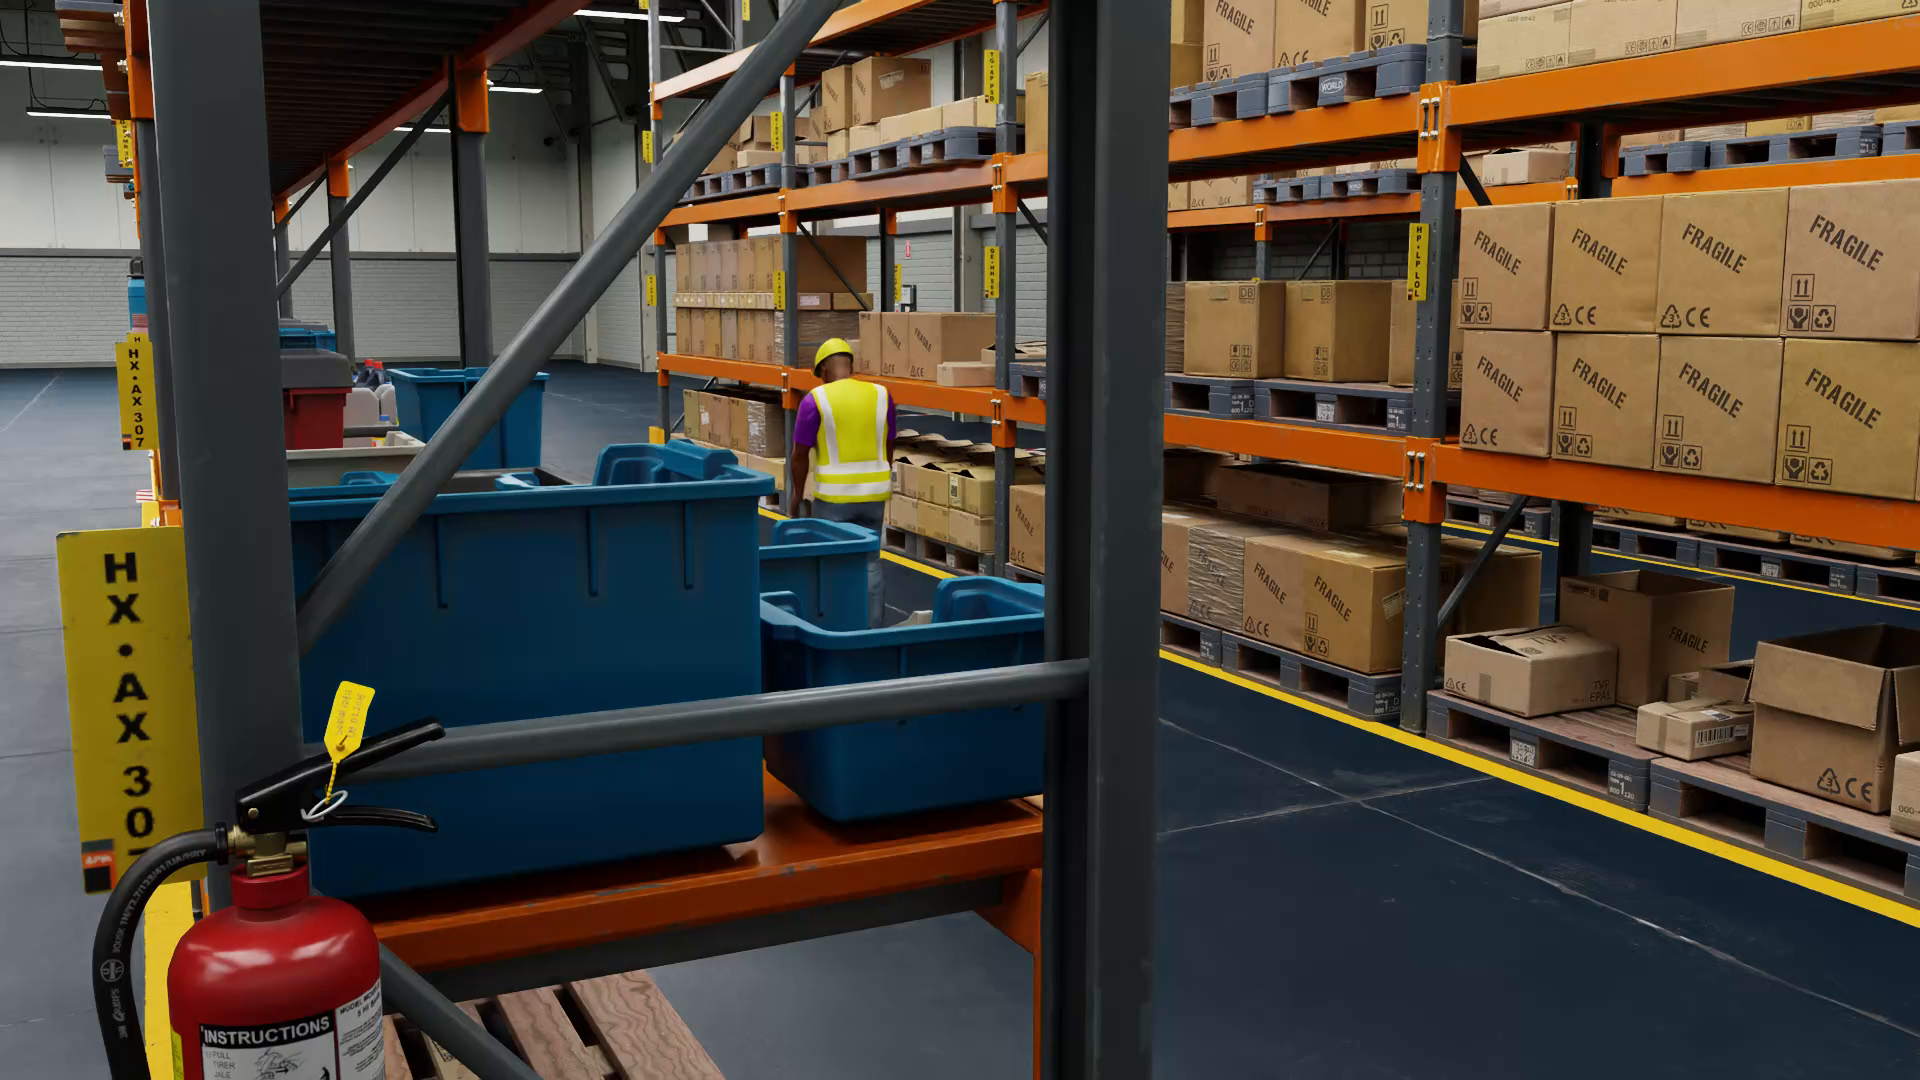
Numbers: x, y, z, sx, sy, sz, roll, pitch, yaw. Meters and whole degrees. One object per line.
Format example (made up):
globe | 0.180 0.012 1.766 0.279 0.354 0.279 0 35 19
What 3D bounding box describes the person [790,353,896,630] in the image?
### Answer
person | -0.631 -0.218 9.050 0.595 1.676 0.434 -4 9 -24
